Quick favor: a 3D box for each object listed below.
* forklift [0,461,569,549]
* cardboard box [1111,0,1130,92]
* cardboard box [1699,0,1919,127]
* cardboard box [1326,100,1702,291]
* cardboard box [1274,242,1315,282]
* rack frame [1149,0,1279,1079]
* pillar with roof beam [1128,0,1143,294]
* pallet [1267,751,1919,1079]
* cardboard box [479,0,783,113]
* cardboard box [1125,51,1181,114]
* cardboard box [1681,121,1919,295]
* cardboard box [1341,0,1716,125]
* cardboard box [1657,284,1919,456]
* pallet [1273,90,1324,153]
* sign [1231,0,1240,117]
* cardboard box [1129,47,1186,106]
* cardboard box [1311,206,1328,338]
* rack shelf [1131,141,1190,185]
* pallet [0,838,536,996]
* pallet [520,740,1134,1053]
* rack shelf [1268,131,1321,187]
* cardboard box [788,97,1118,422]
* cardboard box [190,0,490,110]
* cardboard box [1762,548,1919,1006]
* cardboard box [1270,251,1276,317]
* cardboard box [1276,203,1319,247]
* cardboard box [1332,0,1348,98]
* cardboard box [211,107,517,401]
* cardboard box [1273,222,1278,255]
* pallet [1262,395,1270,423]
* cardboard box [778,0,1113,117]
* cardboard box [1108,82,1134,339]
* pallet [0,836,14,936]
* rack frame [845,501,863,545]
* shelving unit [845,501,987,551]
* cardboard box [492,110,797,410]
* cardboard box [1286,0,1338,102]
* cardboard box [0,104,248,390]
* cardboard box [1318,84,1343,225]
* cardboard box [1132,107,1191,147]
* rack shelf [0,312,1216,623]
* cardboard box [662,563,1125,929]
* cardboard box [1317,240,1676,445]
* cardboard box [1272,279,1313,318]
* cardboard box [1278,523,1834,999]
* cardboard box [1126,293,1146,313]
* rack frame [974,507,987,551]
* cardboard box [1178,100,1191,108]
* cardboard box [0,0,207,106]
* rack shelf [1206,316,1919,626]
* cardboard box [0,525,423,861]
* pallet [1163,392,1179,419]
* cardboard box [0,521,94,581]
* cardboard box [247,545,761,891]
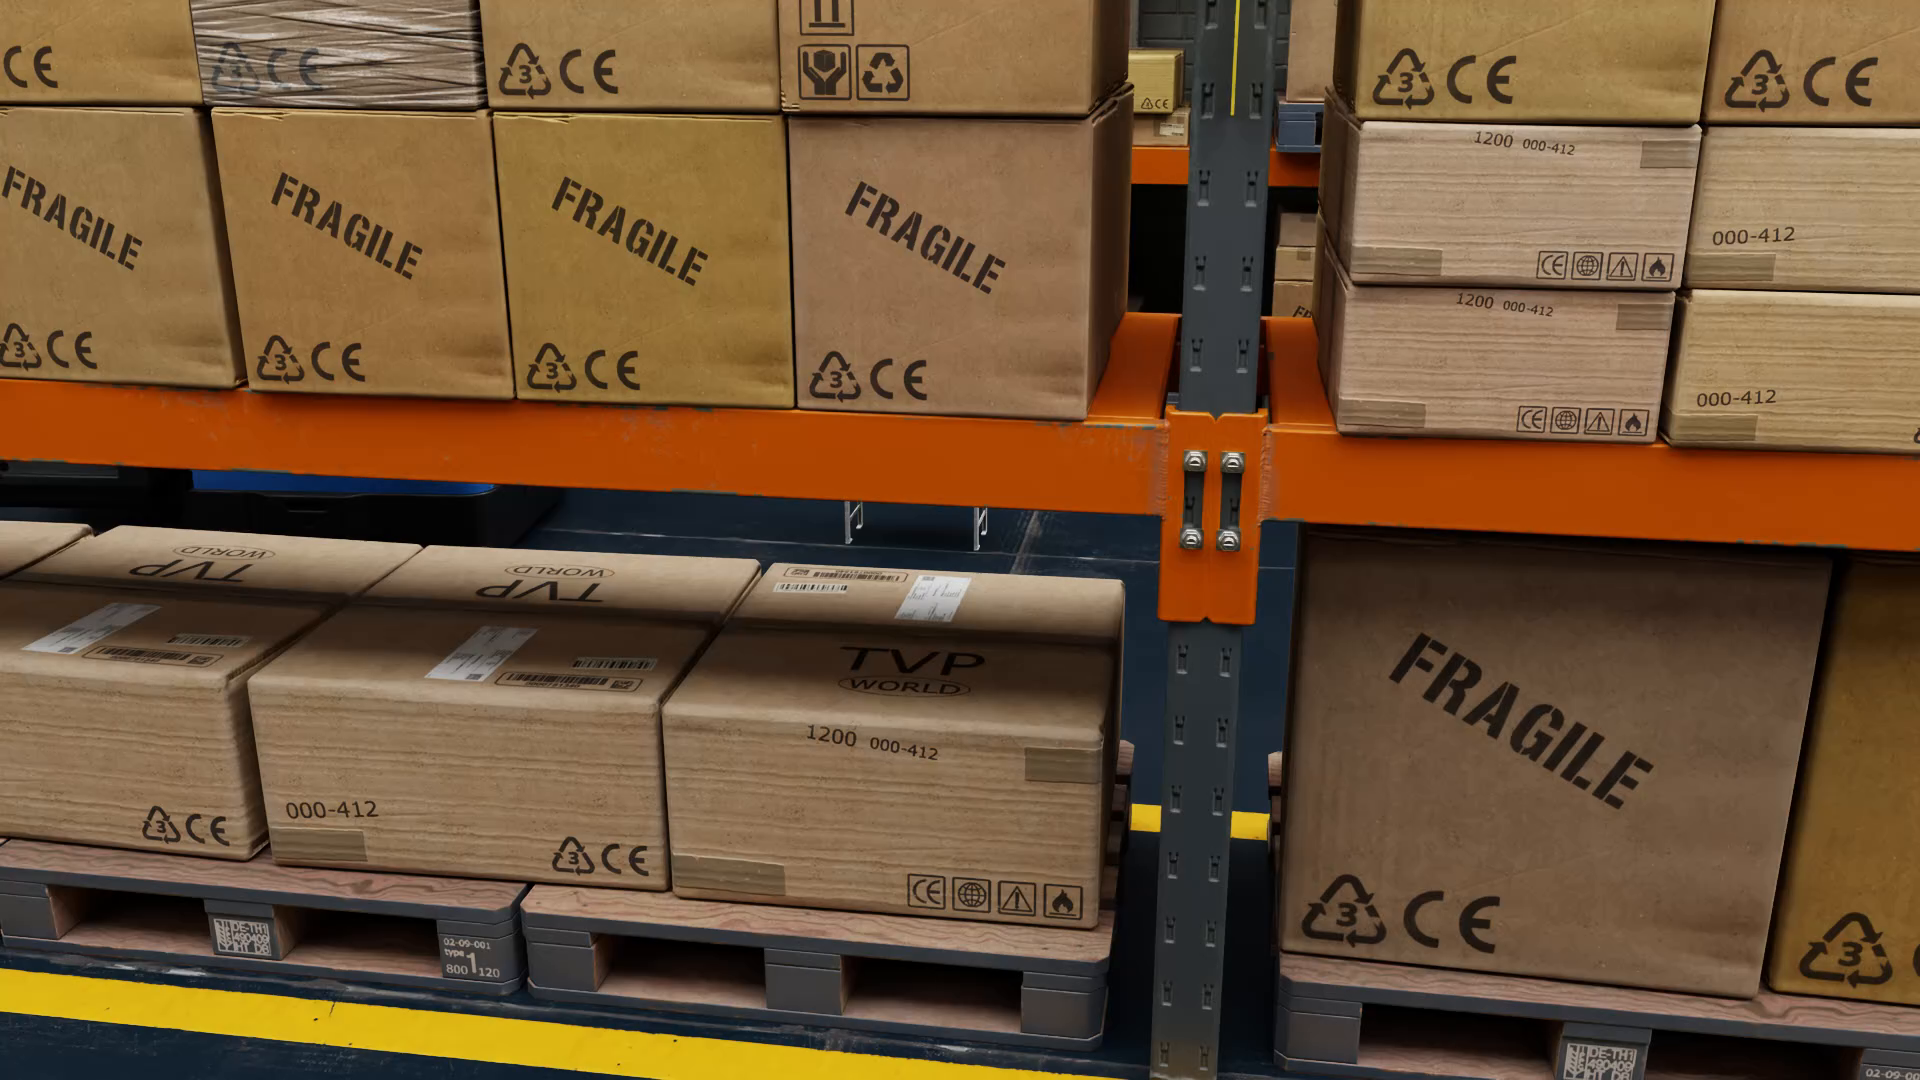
[{"bbox_3d":[-3.111,-1.444,6.001,3.031,2.935,1.130,1,19,4],"label":"forklift"},{"bbox_3d":[0.073,-1.155,3.295,0.500,0.500,0.500,3,19,9],"label":"cardboard box"},{"bbox_3d":[1.400,-0.926,2.611,0.500,0.500,0.500,3,19,8],"label":"cardboard box"},{"bbox_3d":[0.894,-0.589,2.786,0.500,0.250,0.500,2,19,7],"label":"cardboard box"},{"bbox_3d":[1.600,-1.309,7.743,0.250,0.149,0.380,4,19,11],"label":"cardboard box"},{"bbox_3d":[0.505,-0.534,3.171,0.127,3.000,1.000,3,19,9],"label":"rack frame"},{"bbox_3d":[0.061,-3.903,3.785,0.400,9.000,9.100,3,19,9],"label":"pillar with roof beam"},{"bbox_3d":[1.278,0.804,3.568,1.213,0.211,1.003,3,19,9],"label":"pallet"},{"bbox_3d":[-0.505,-1.021,2.893,0.500,0.500,0.500,3,19,8],"label":"cardboard box"},{"bbox_3d":[0.747,-2.108,7.644,0.500,0.250,0.500,3,19,10],"label":"cardboard box"},{"bbox_3d":[1.414,-0.572,2.733,0.500,0.250,0.500,3,19,10],"label":"cardboard box"},{"bbox_3d":[0.894,-0.943,2.661,0.500,0.500,0.500,3,19,9],"label":"cardboard box"},{"bbox_3d":[1.408,-0.332,2.805,0.500,0.250,0.500,2,19,7],"label":"cardboard box"},{"bbox_3d":[2.060,-1.924,7.628,1.213,0.211,1.003,3,19,9],"label":"pallet"},{"bbox_3d":[0.418,-0.808,2.502,0.005,0.325,0.100,3,19,9],"label":"sign"},{"bbox_3d":[0.842,-2.269,8.123,0.500,0.250,0.500,3,19,8],"label":"cardboard box"},{"bbox_3d":[0.988,-0.519,3.364,0.500,0.250,0.500,2,19,7],"label":"cardboard box"},{"bbox_3d":[-0.686,-1.849,8.234,4.000,0.370,1.077,3,19,9],"label":"rack shelf"},{"bbox_3d":[-1.442,0.665,3.983,1.213,0.211,1.003,3,19,9],"label":"pallet"},{"bbox_3d":[-0.234,0.726,3.801,1.213,0.211,1.003,3,19,9],"label":"pallet"},{"bbox_3d":[3.263,-1.647,7.633,4.000,0.370,1.077,3,19,9],"label":"rack shelf"},{"bbox_3d":[0.006,-0.525,2.986,0.500,0.500,0.500,3,19,9],"label":"cardboard box"},{"bbox_3d":[-1.009,-1.043,2.961,0.500,0.500,0.500,3,19,9],"label":"cardboard box"},{"bbox_3d":[2.023,0.324,3.295,0.875,0.875,0.875,3,19,10],"label":"cardboard box"},{"bbox_3d":[1.820,-1.171,8.353,0.500,0.500,0.500,3,19,8],"label":"cardboard box"},{"bbox_3d":[1.610,-1.469,7.753,0.250,0.149,0.380,3,19,8],"label":"cardboard box"},{"bbox_3d":[0.986,-1.112,3.165,0.500,0.500,0.500,4,19,10],"label":"cardboard box"},{"bbox_3d":[-1.001,-0.569,3.120,0.500,0.500,0.500,3,19,8],"label":"cardboard box"},{"bbox_3d":[1.697,-1.482,8.261,0.250,0.149,0.380,2,19,6],"label":"cardboard box"},{"bbox_3d":[2.097,-0.738,8.175,1.213,0.211,1.003,3,19,9],"label":"pallet"},{"bbox_3d":[-0.005,-0.993,2.809,0.500,0.500,0.500,3,19,8],"label":"cardboard box"},{"bbox_3d":[0.083,-0.687,3.471,0.500,0.500,0.500,4,19,10],"label":"cardboard box"},{"bbox_3d":[-2.643,0.603,4.168,1.213,0.211,1.003,3,19,9],"label":"pallet"},{"bbox_3d":[-0.404,-0.590,6.174,0.015,1.200,0.240,3,19,9],"label":"rack frame"},{"bbox_3d":[-0.163,-0.577,6.138,0.503,1.200,0.258,3,19,9],"label":"shelving unit"},{"bbox_3d":[-0.503,-0.549,3.058,0.500,0.500,0.500,2,19,7],"label":"cardboard box"},{"bbox_3d":[1.730,-2.241,7.455,0.500,0.500,0.700,3,19,10],"label":"cardboard box"},{"bbox_3d":[-1.516,-0.601,3.213,0.500,0.500,0.500,4,19,10],"label":"cardboard box"},{"bbox_3d":[0.979,-0.754,3.277,0.500,0.250,0.500,3,19,9],"label":"cardboard box"},{"bbox_3d":[0.933,-1.907,7.671,0.250,0.149,0.380,3,19,9],"label":"cardboard box"},{"bbox_3d":[-1.470,-0.293,3.586,4.000,0.370,1.077,3,19,9],"label":"rack shelf"},{"bbox_3d":[-0.098,0.417,3.706,0.875,0.438,0.875,3,19,8],"label":"cardboard box"},{"bbox_3d":[0.897,-0.358,2.882,0.500,0.250,0.500,2,19,7],"label":"cardboard box"},{"bbox_3d":[1.730,-1.008,7.866,0.500,0.500,0.500,4,19,11],"label":"cardboard box"},{"bbox_3d":[1.130,0.281,3.423,0.875,0.875,0.875,4,19,10],"label":"cardboard box"},{"bbox_3d":[0.673,-1.120,8.500,0.500,0.311,0.500,4,19,11],"label":"cardboard box"},{"bbox_3d":[0.077,-0.565,6.101,0.015,1.200,0.240,3,19,9],"label":"rack frame"},{"bbox_3d":[1.000,-2.073,8.166,0.250,0.149,0.380,3,19,9],"label":"cardboard box"},{"bbox_3d":[-1.503,-1.071,3.044,0.500,0.500,0.500,3,19,9],"label":"cardboard box"},{"bbox_3d":[2.479,-0.092,2.985,4.000,0.370,1.077,3,19,9],"label":"rack shelf"},{"bbox_3d":[-1.872,0.326,3.977,0.875,0.438,0.875,3,19,10],"label":"cardboard box"},{"bbox_3d":[0.610,-0.801,8.366,1.213,0.211,1.003,3,19,9],"label":"pallet"},{"bbox_3d":[-2.777,0.283,4.107,0.875,0.438,0.875,2,19,7],"label":"cardboard box"},{"bbox_3d":[-0.982,0.372,3.840,0.875,0.438,0.875,2,19,7],"label":"cardboard box"}]
